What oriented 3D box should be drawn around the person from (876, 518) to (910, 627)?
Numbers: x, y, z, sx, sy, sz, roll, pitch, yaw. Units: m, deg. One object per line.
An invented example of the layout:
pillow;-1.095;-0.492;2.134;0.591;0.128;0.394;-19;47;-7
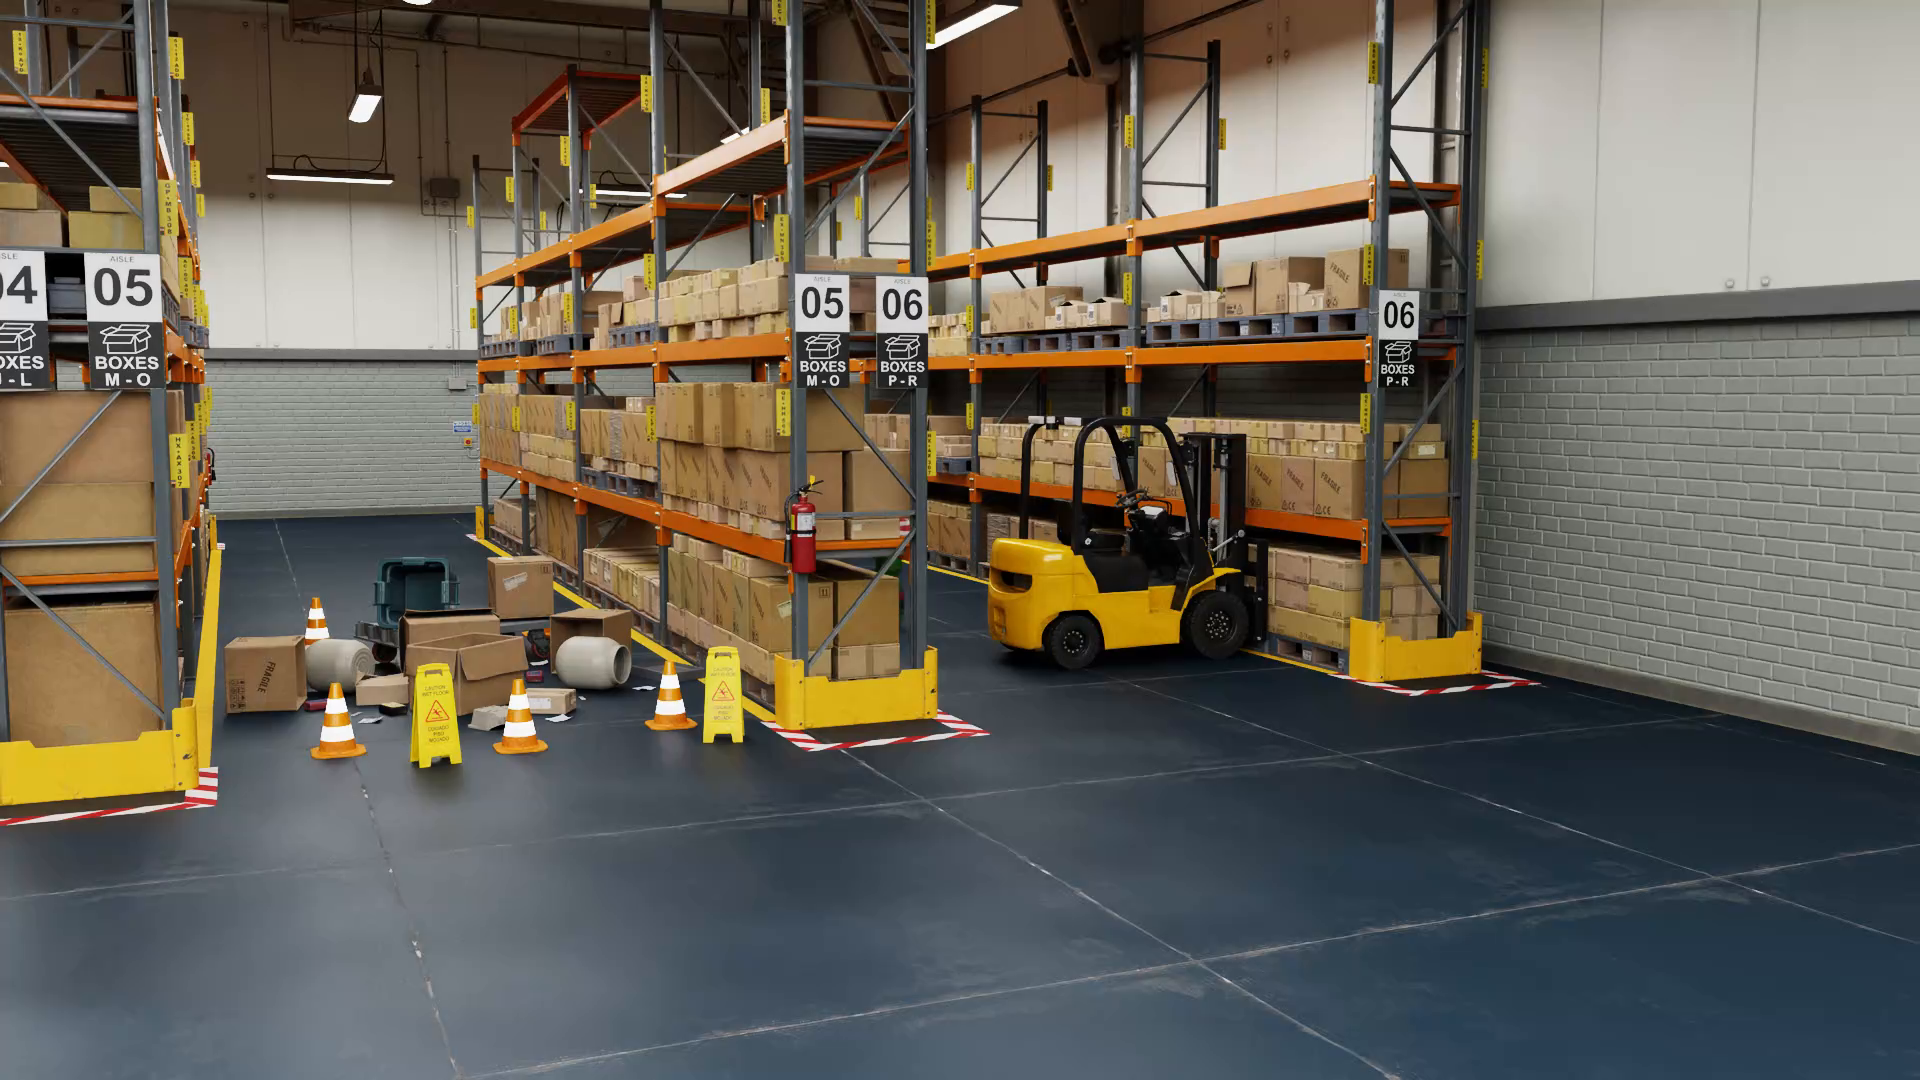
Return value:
person;-0.771;-0.022;16.784;0.547;1.793;0.519;-2;6;-24
